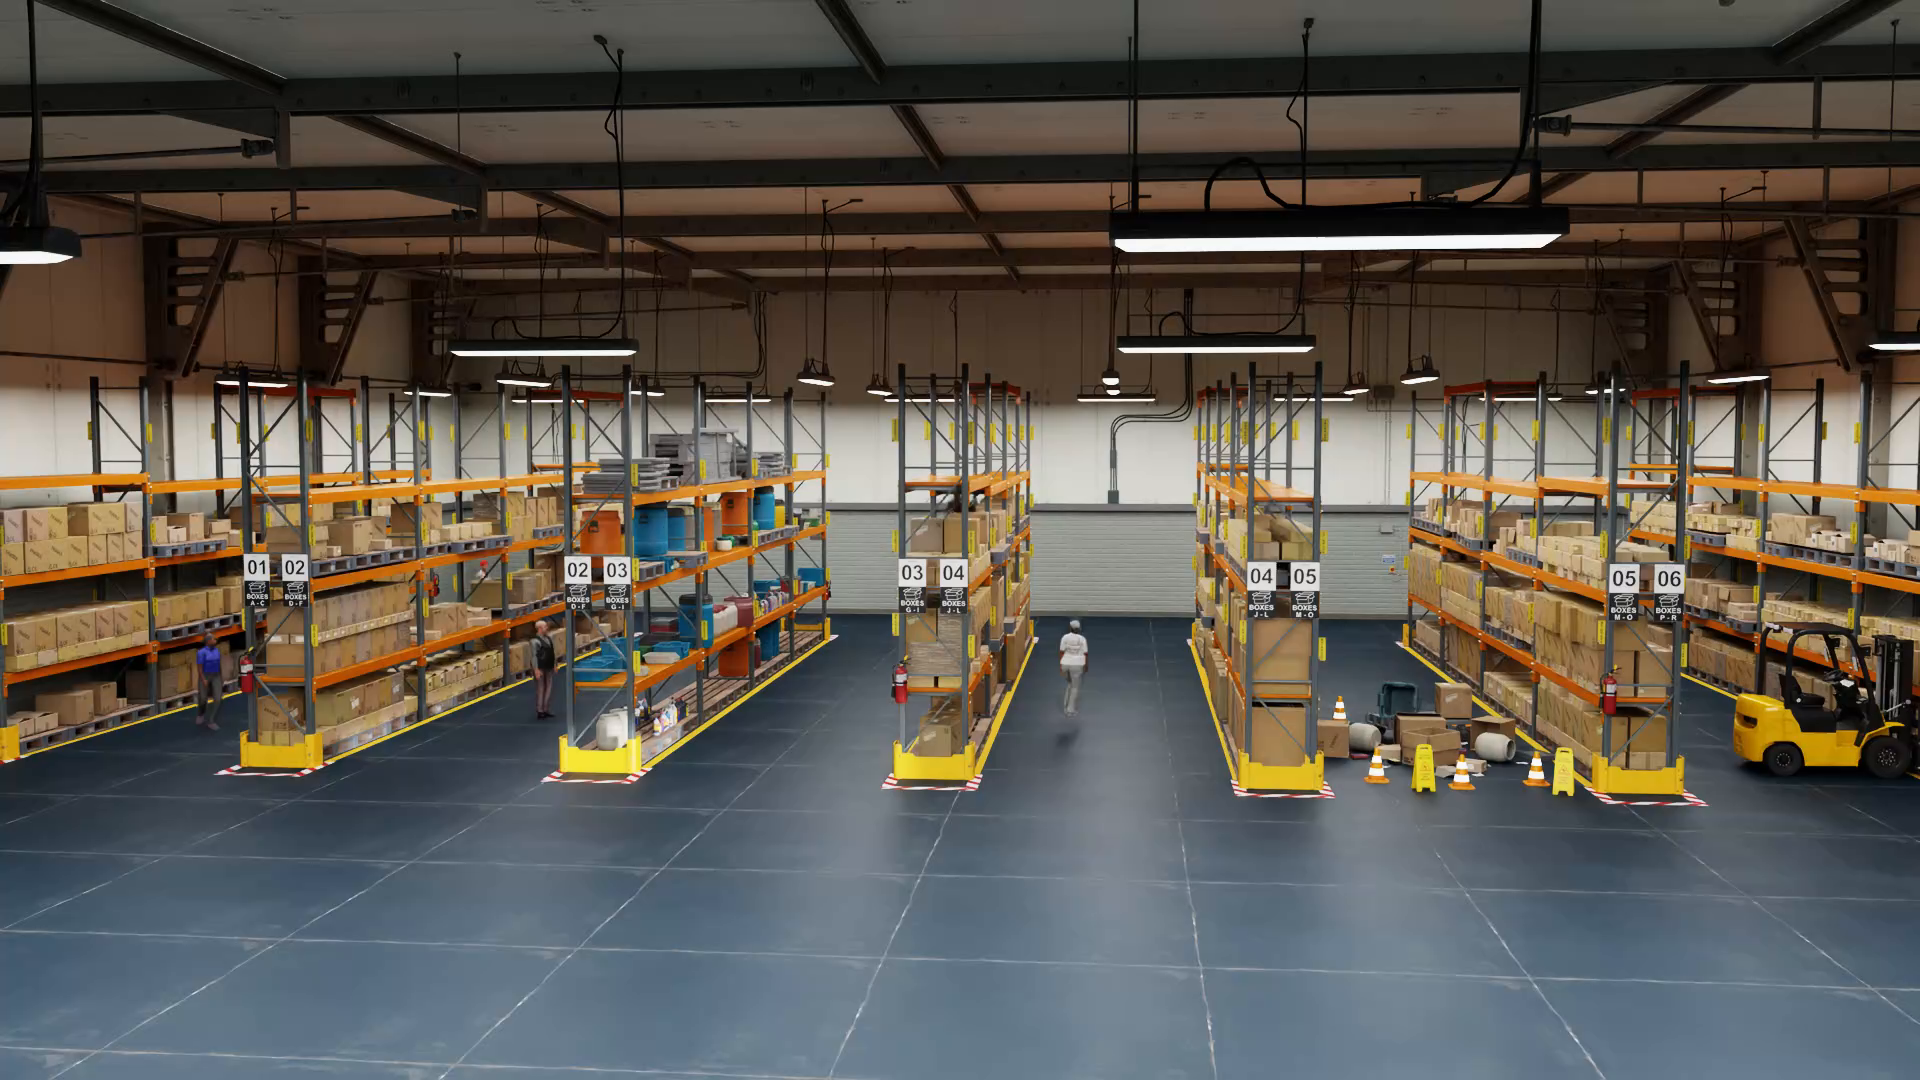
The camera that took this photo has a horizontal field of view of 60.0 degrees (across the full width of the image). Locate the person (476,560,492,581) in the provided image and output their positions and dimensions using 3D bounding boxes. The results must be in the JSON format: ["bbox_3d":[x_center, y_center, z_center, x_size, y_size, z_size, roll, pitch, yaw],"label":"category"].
[{"bbox_3d":[-12.201,1.389,42.482,0.850,1.750,0.604,0,4,4],"label":"person"}]

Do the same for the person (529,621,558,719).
[{"bbox_3d":[-7.334,2.269,29.215,0.389,1.722,0.588,2,4,31],"label":"person"}]

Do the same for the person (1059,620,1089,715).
[{"bbox_3d":[1.977,2.199,28.492,0.493,1.689,0.495,3,5,42],"label":"person"}]

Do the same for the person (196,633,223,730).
[{"bbox_3d":[-12.718,2.394,28.259,0.634,1.616,0.529,4,5,44],"label":"person"}]
